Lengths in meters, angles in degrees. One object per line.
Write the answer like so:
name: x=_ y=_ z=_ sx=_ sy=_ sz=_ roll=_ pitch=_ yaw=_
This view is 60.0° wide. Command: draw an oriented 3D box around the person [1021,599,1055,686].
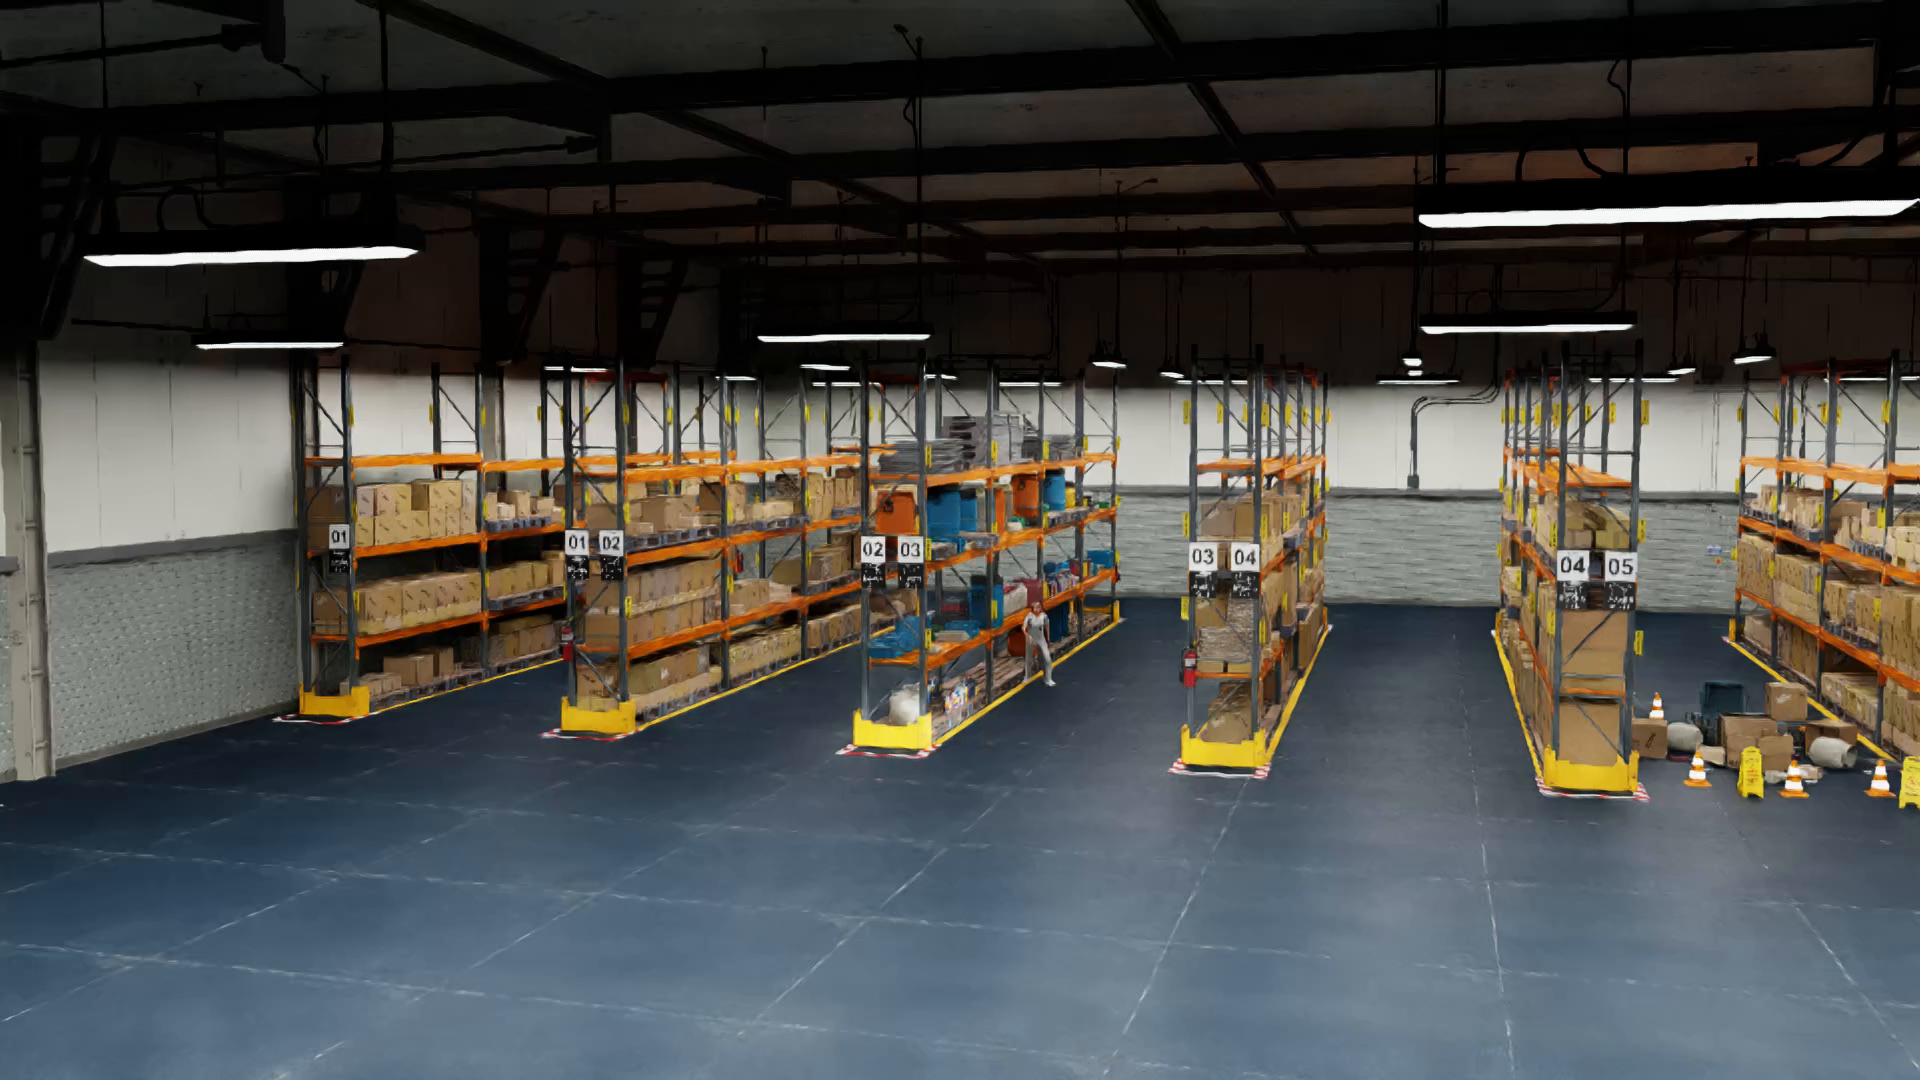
person: x=1.437 y=1.881 z=30.822 sx=0.613 sy=1.608 sz=0.809 roll=0 pitch=4 yaw=-2
